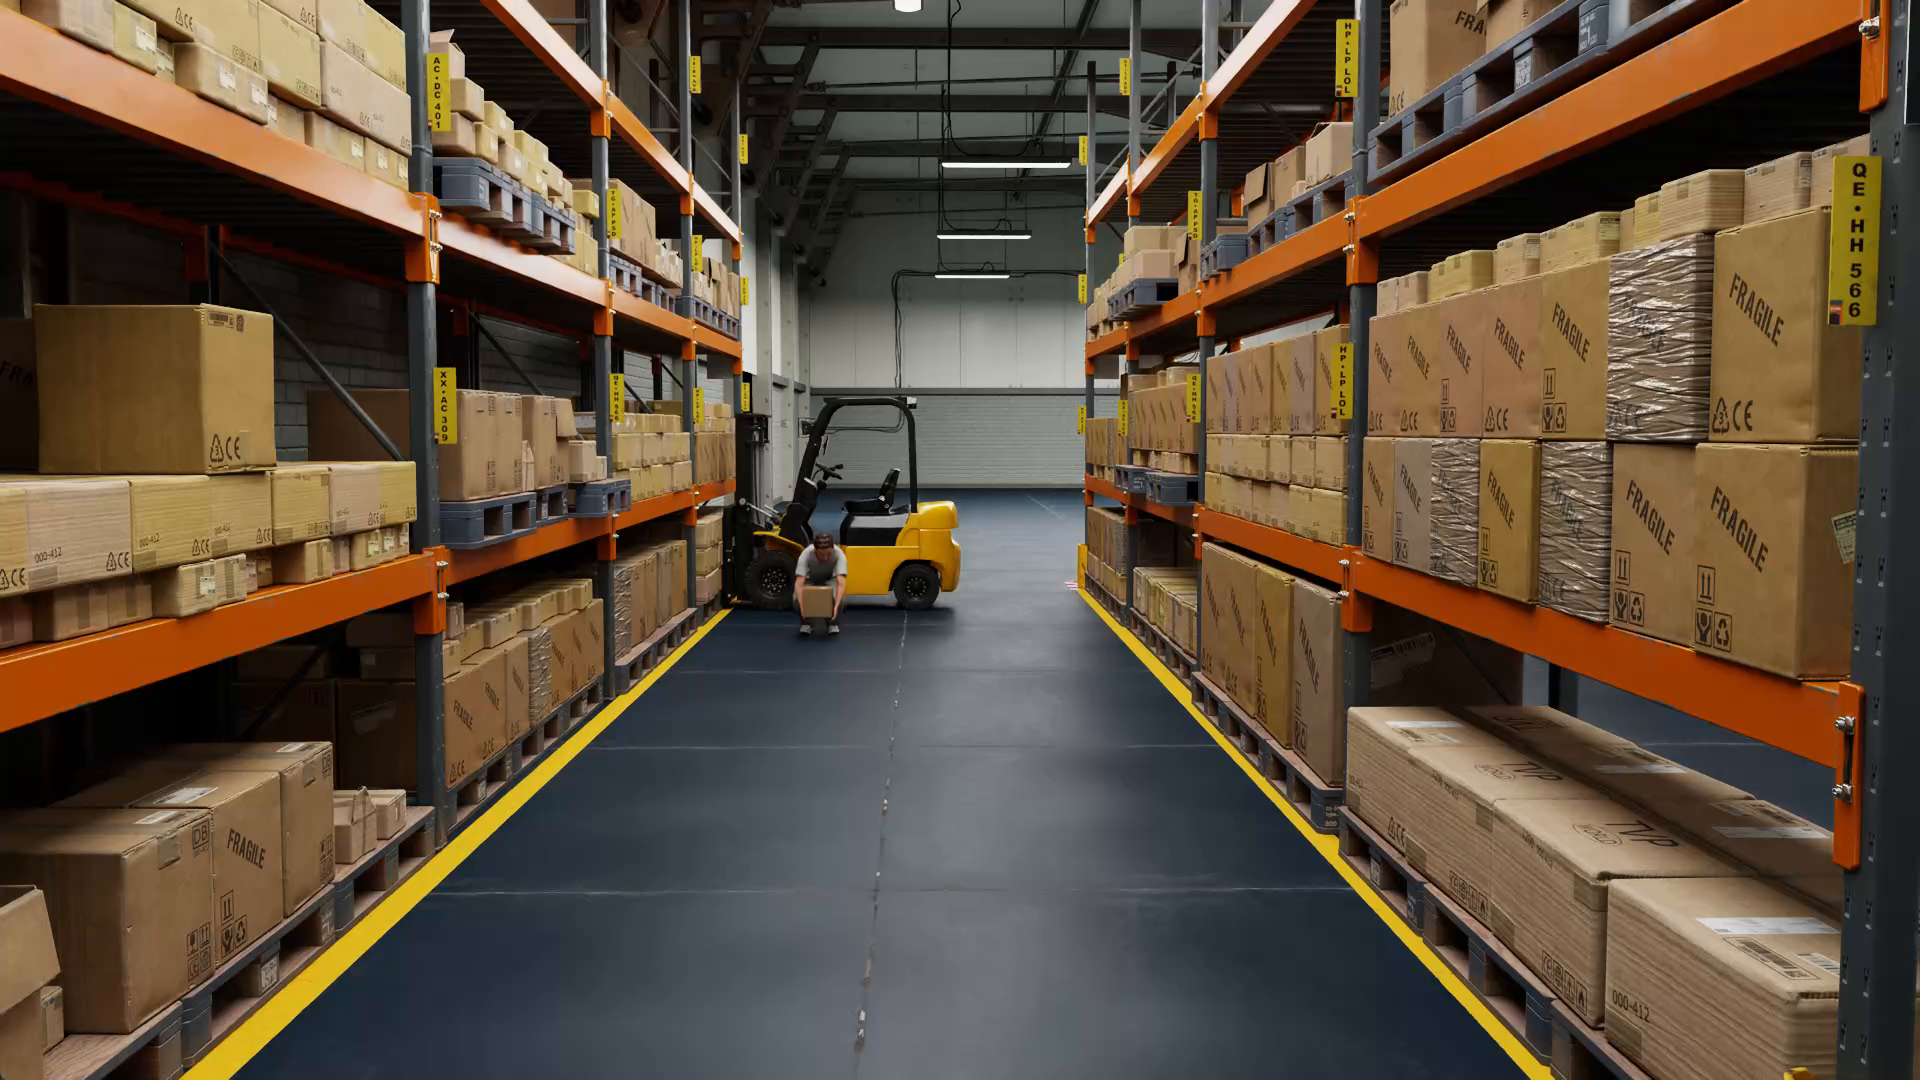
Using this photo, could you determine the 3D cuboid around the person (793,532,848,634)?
[{"bbox_3d":[-1.244,0.403,14.872,0.490,0.889,0.805,0,4,-1],"label":"person"}]
